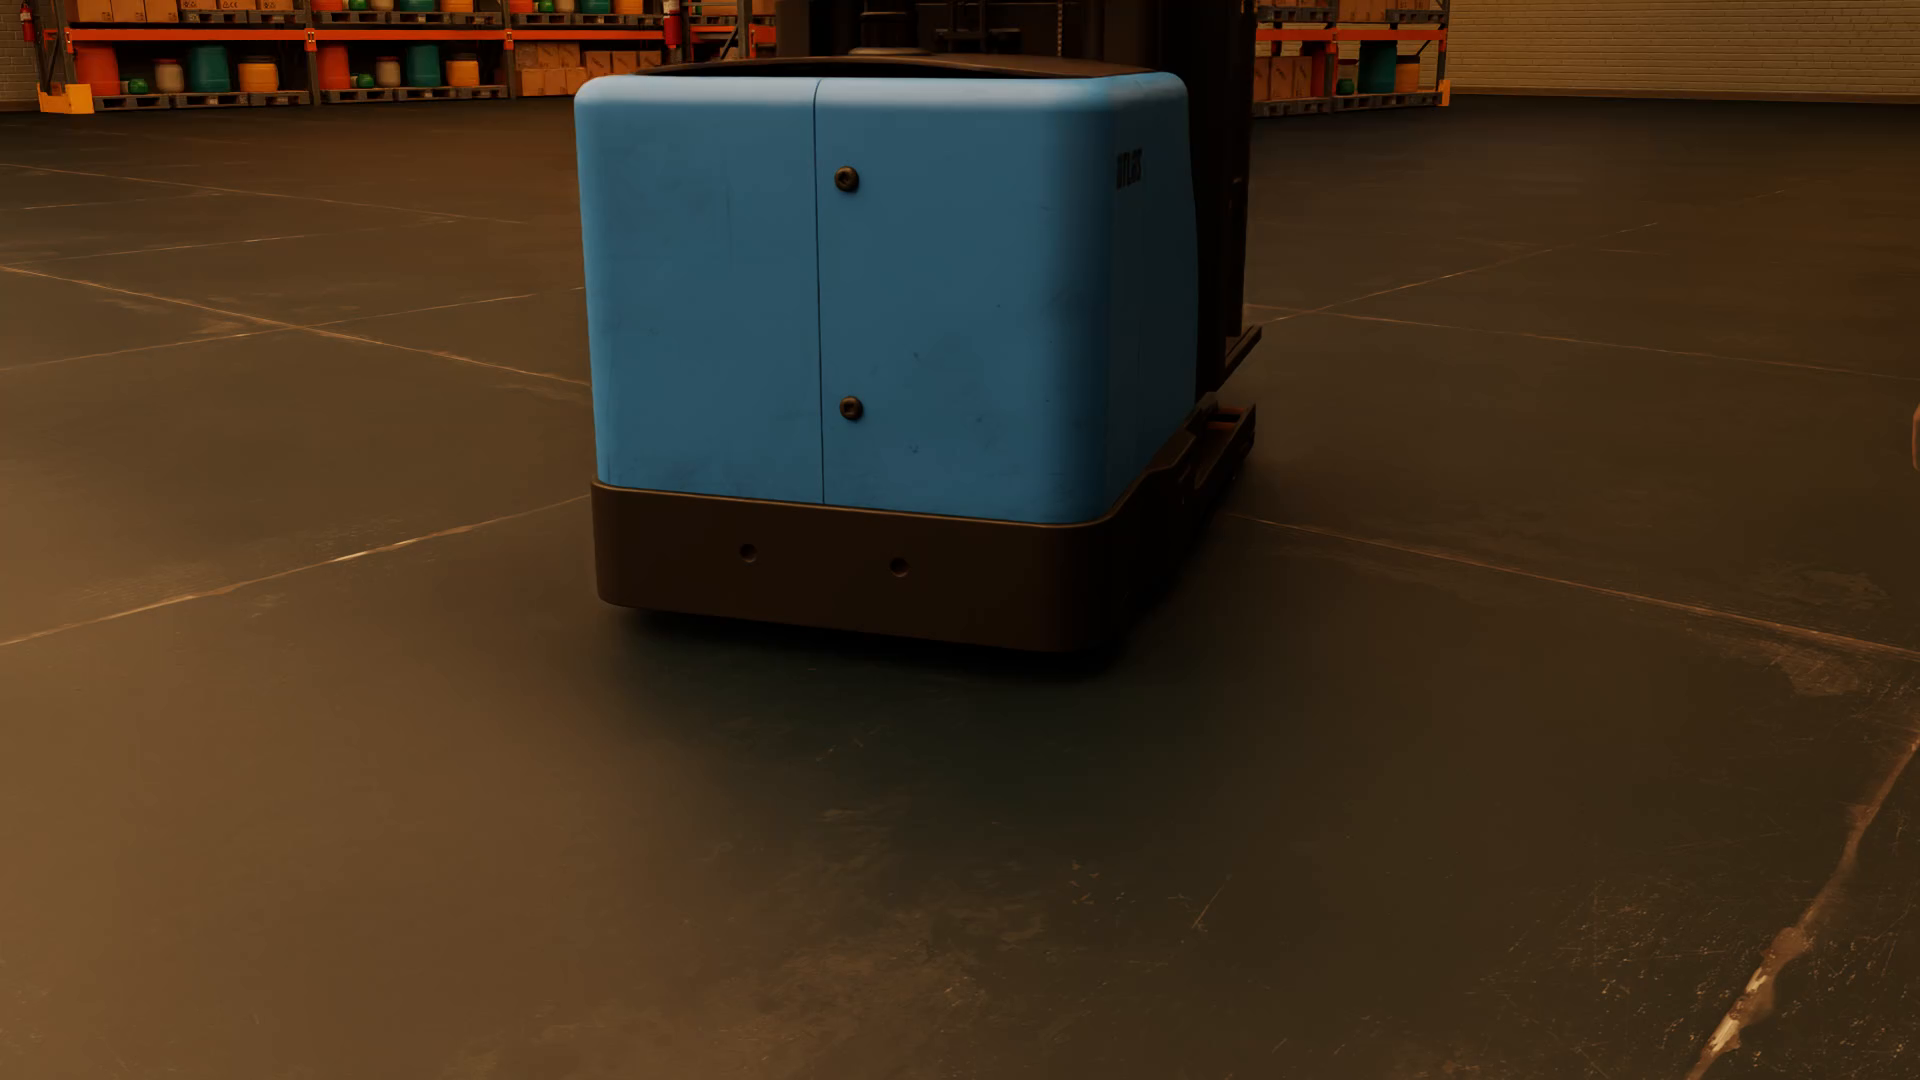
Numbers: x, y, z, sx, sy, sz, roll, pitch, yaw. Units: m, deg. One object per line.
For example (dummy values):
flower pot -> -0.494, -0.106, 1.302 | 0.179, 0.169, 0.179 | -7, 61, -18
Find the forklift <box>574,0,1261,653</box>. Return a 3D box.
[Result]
forklift -> 0.197, -1.585, 4.118 | 1.130, 2.935, 3.031 | 5, 18, 17
